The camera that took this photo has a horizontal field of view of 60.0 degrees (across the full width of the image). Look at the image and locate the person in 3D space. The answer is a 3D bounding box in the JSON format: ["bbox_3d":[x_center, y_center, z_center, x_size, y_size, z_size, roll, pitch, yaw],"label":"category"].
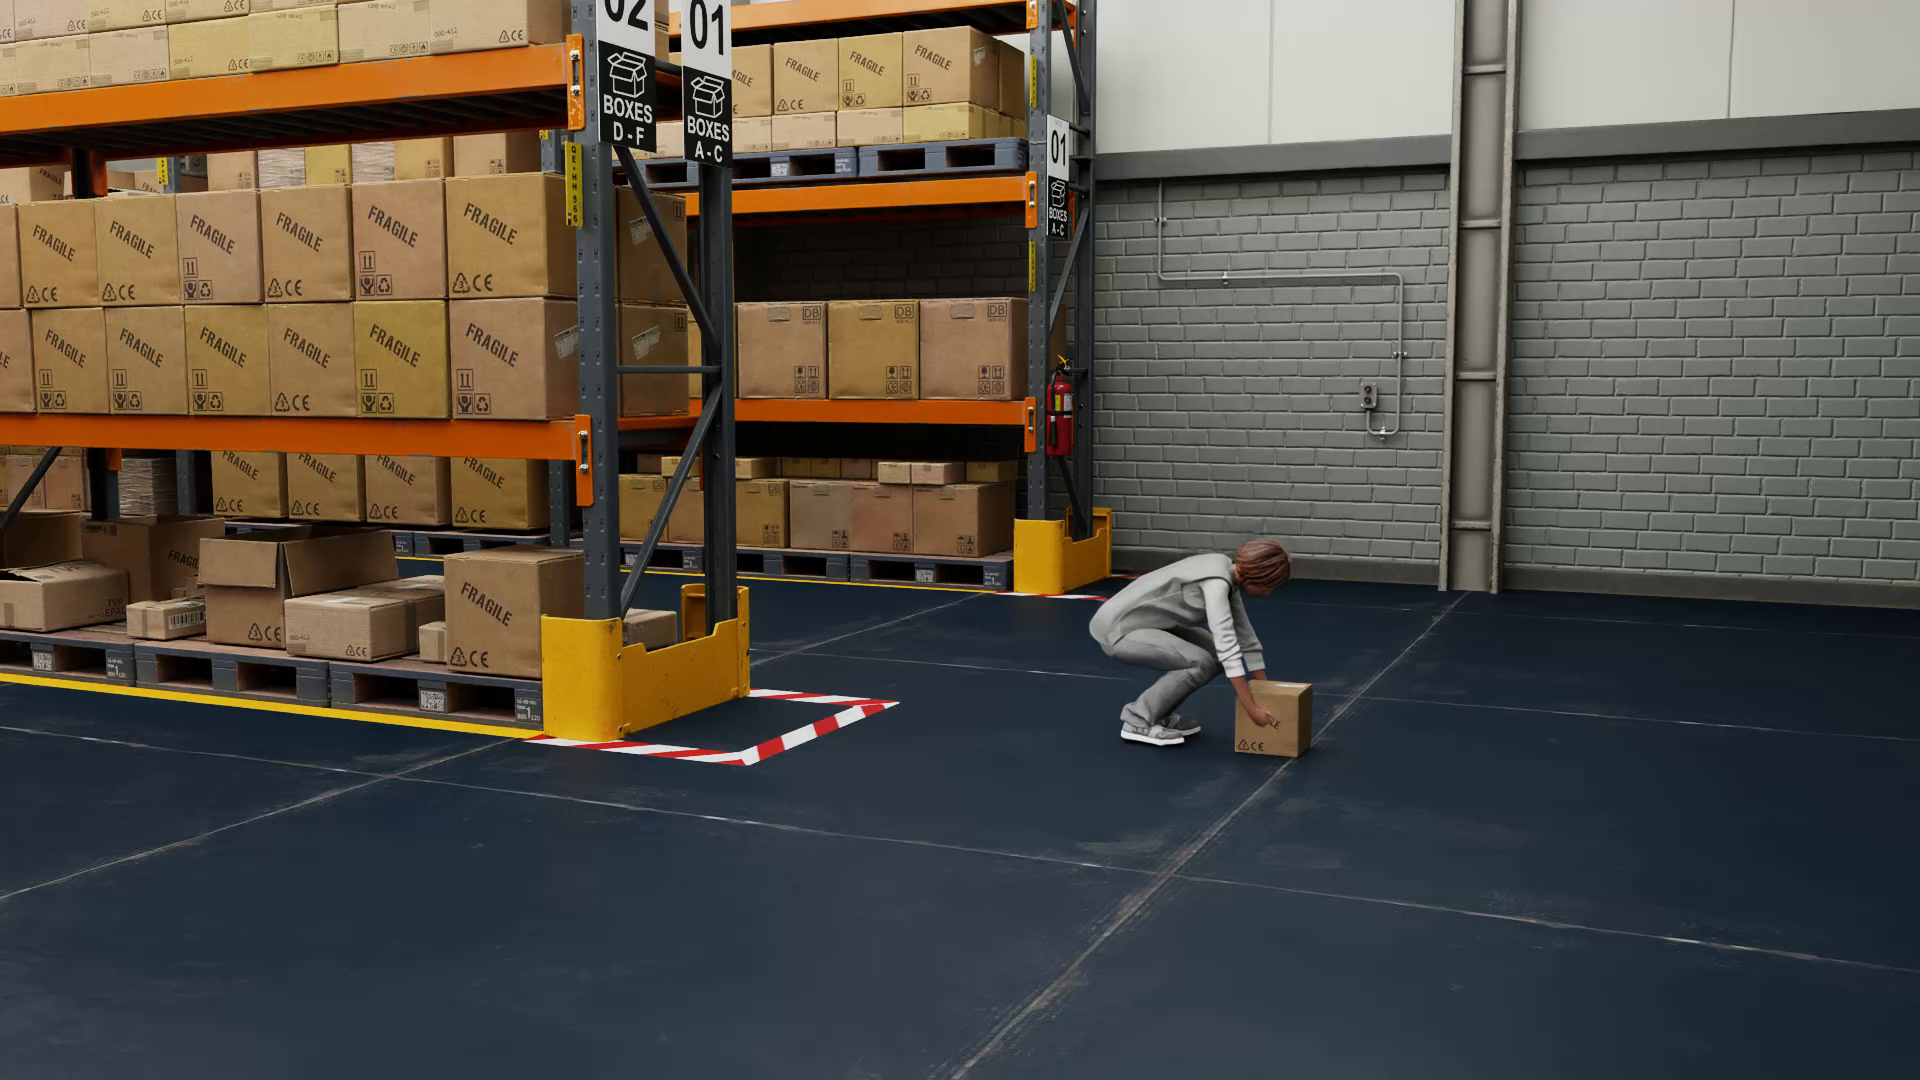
[{"bbox_3d":[0.930,0.410,6.764,0.804,0.829,0.440,3,6,23],"label":"person"}]
